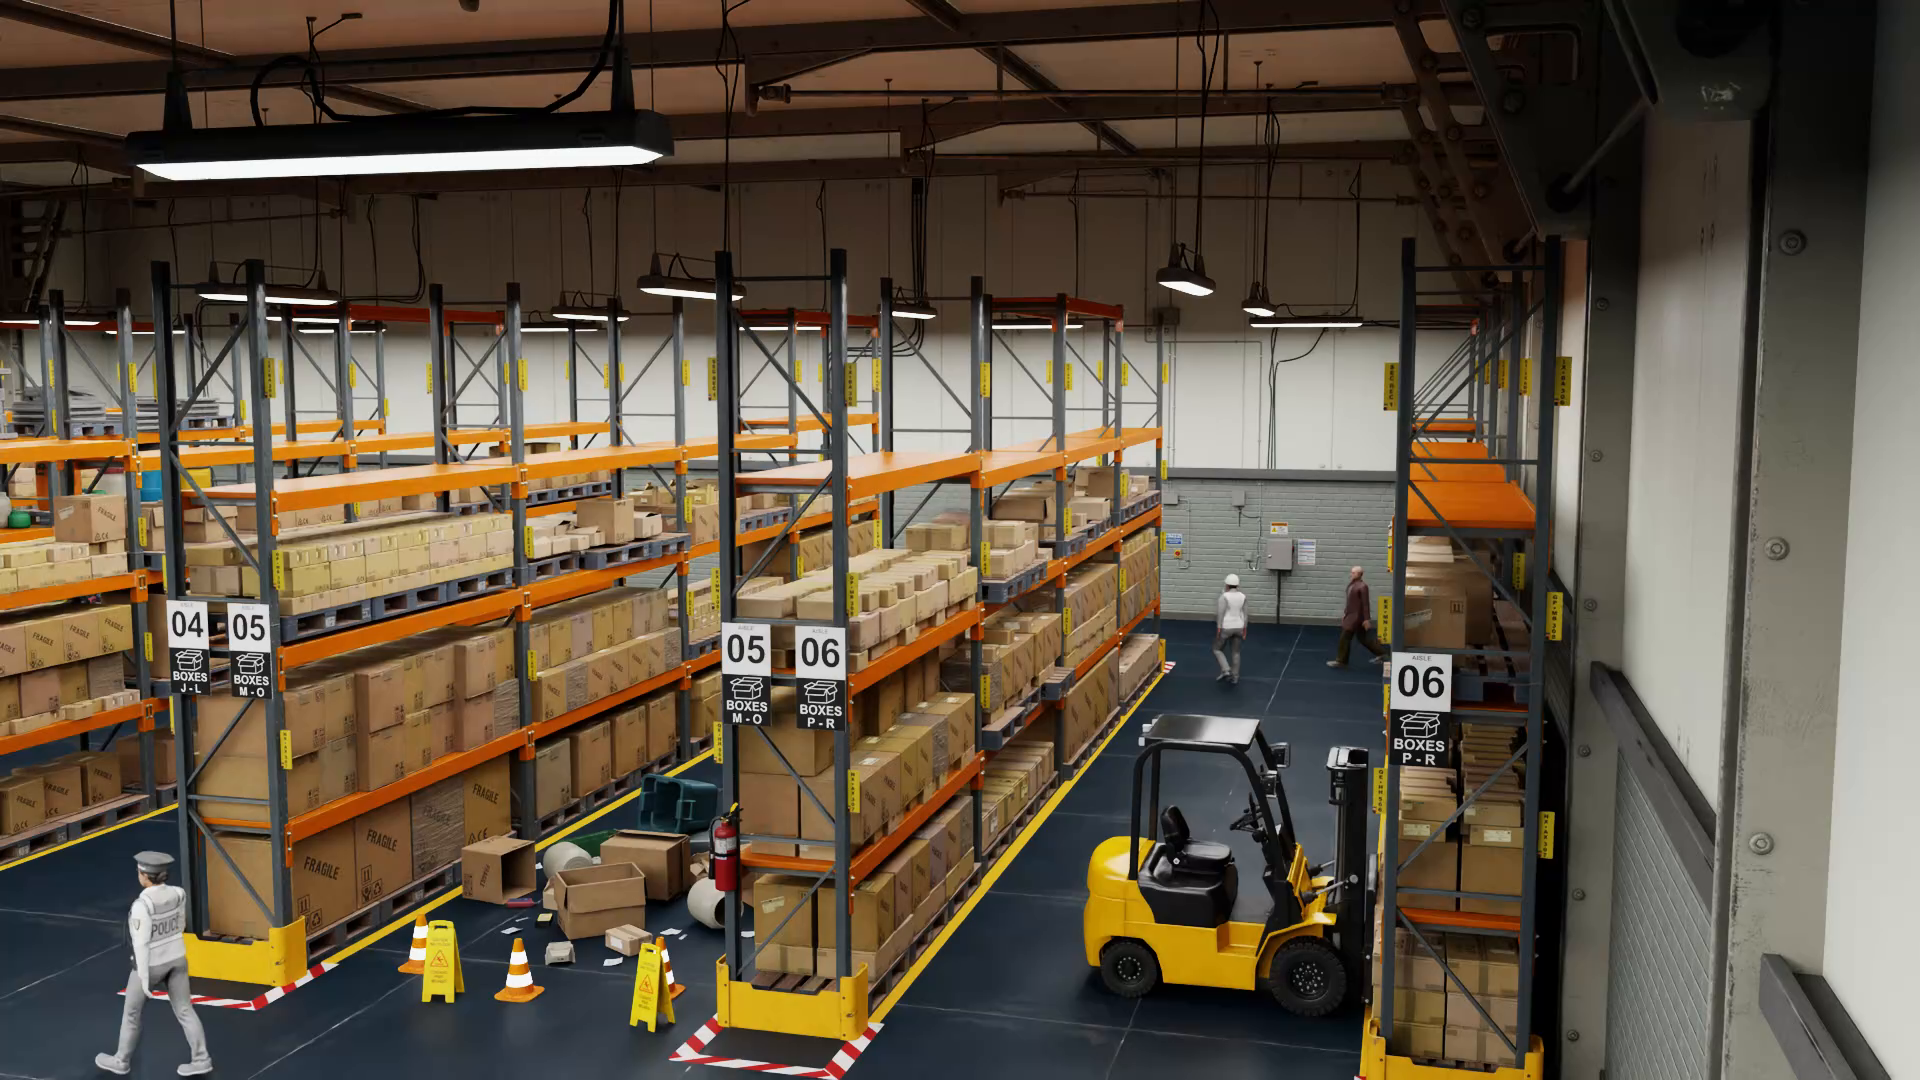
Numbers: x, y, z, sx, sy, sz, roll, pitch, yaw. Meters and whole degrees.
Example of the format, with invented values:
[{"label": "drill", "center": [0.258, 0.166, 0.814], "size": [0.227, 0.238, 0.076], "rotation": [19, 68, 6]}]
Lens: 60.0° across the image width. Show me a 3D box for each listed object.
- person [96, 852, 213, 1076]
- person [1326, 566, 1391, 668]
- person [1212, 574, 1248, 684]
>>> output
[{"label": "person", "center": [-5.853, 3.073, 12.086], "size": [0.865, 1.632, 0.492], "rotation": [3, 7, 29]}, {"label": "person", "center": [6.786, 1.354, 28.258], "size": [1.083, 1.644, 0.548], "rotation": [1, 6, 9]}, {"label": "person", "center": [4.403, 1.437, 26.939], "size": [0.573, 1.774, 0.457], "rotation": [-2, 6, -21]}]
